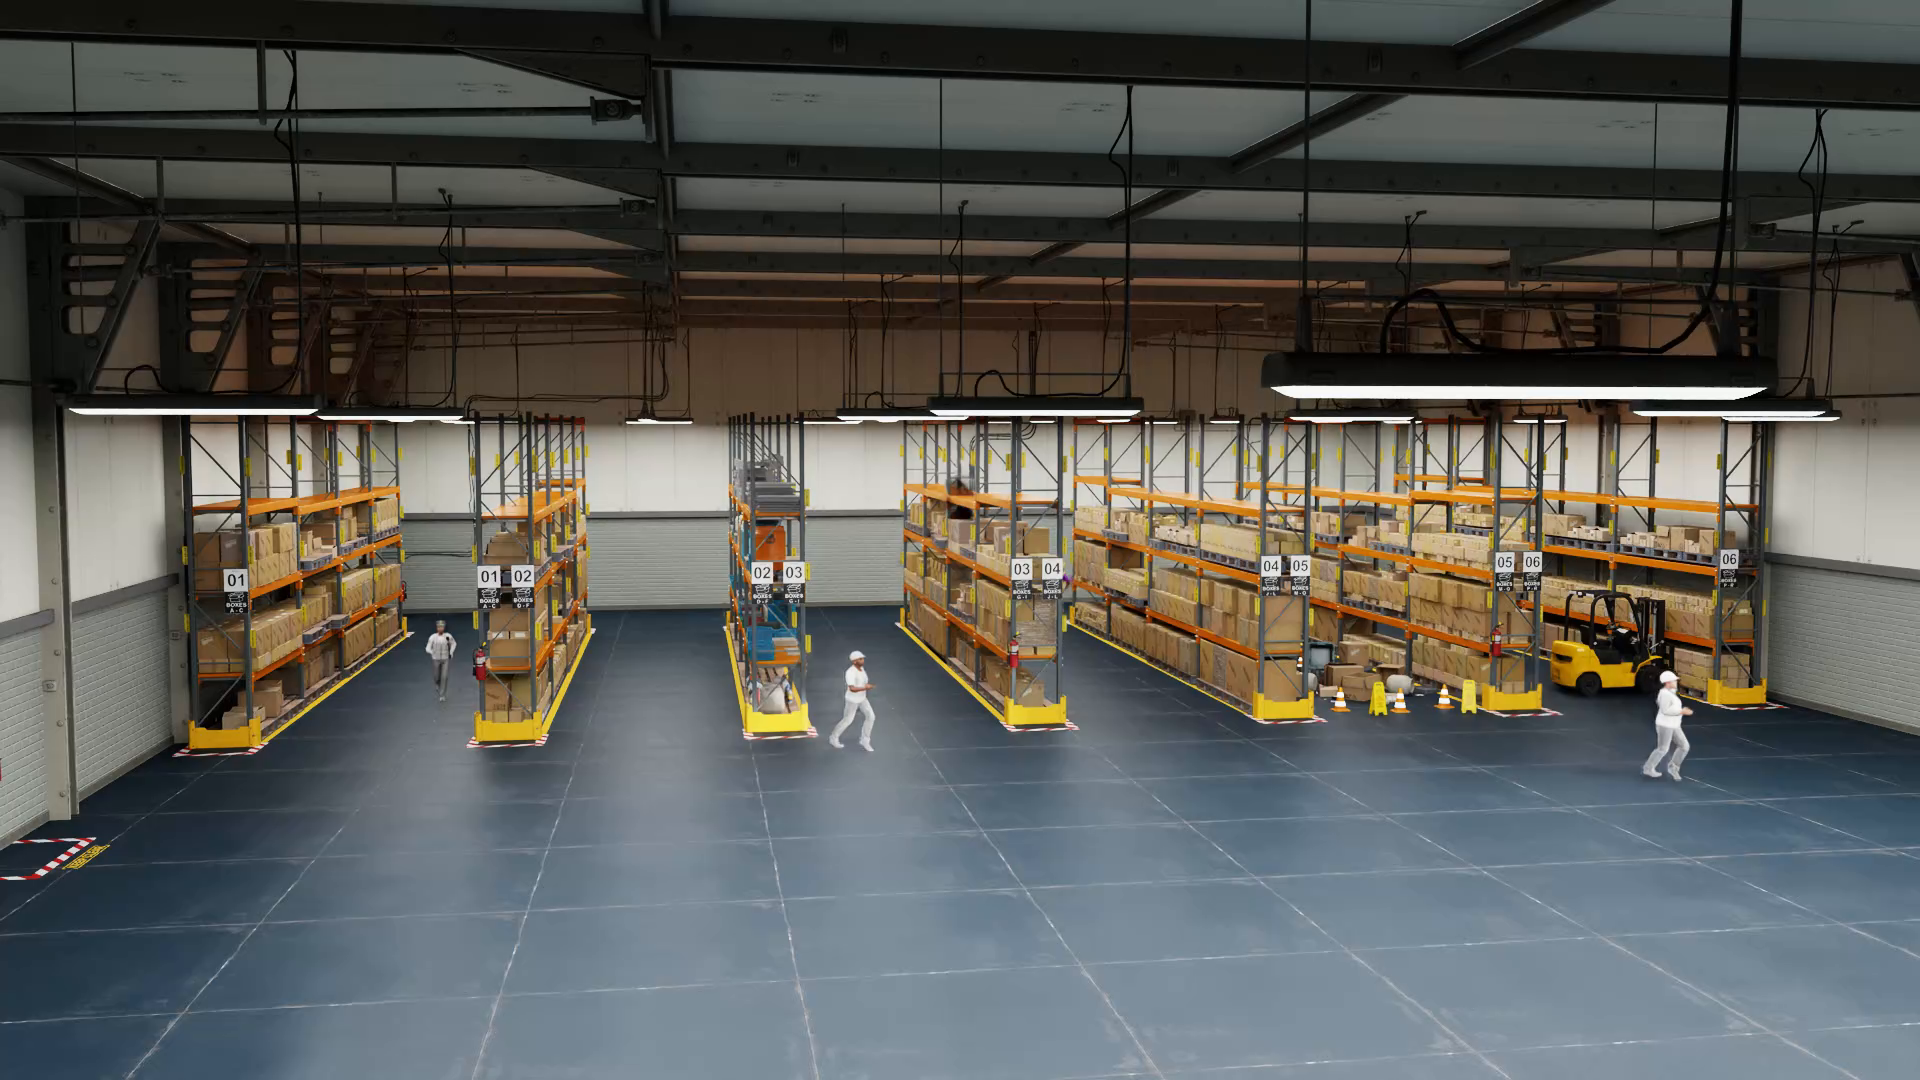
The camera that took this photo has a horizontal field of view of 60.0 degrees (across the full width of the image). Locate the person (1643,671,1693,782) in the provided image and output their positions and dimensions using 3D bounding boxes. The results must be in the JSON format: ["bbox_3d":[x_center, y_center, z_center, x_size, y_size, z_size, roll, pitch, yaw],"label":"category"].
[{"bbox_3d":[11.440,3.025,26.836,0.756,1.820,0.635,3,5,38],"label":"person"}]

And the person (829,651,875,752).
[{"bbox_3d":[-1.857,2.850,29.336,0.896,1.810,0.709,2,4,24],"label":"person"}]

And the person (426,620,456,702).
[{"bbox_3d":[-10.856,2.505,34.826,0.618,1.669,0.890,-1,4,-19],"label":"person"}]

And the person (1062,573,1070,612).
[{"bbox_3d":[2.759,1.496,49.719,0.954,1.680,0.858,0,4,-4],"label":"person"}]
